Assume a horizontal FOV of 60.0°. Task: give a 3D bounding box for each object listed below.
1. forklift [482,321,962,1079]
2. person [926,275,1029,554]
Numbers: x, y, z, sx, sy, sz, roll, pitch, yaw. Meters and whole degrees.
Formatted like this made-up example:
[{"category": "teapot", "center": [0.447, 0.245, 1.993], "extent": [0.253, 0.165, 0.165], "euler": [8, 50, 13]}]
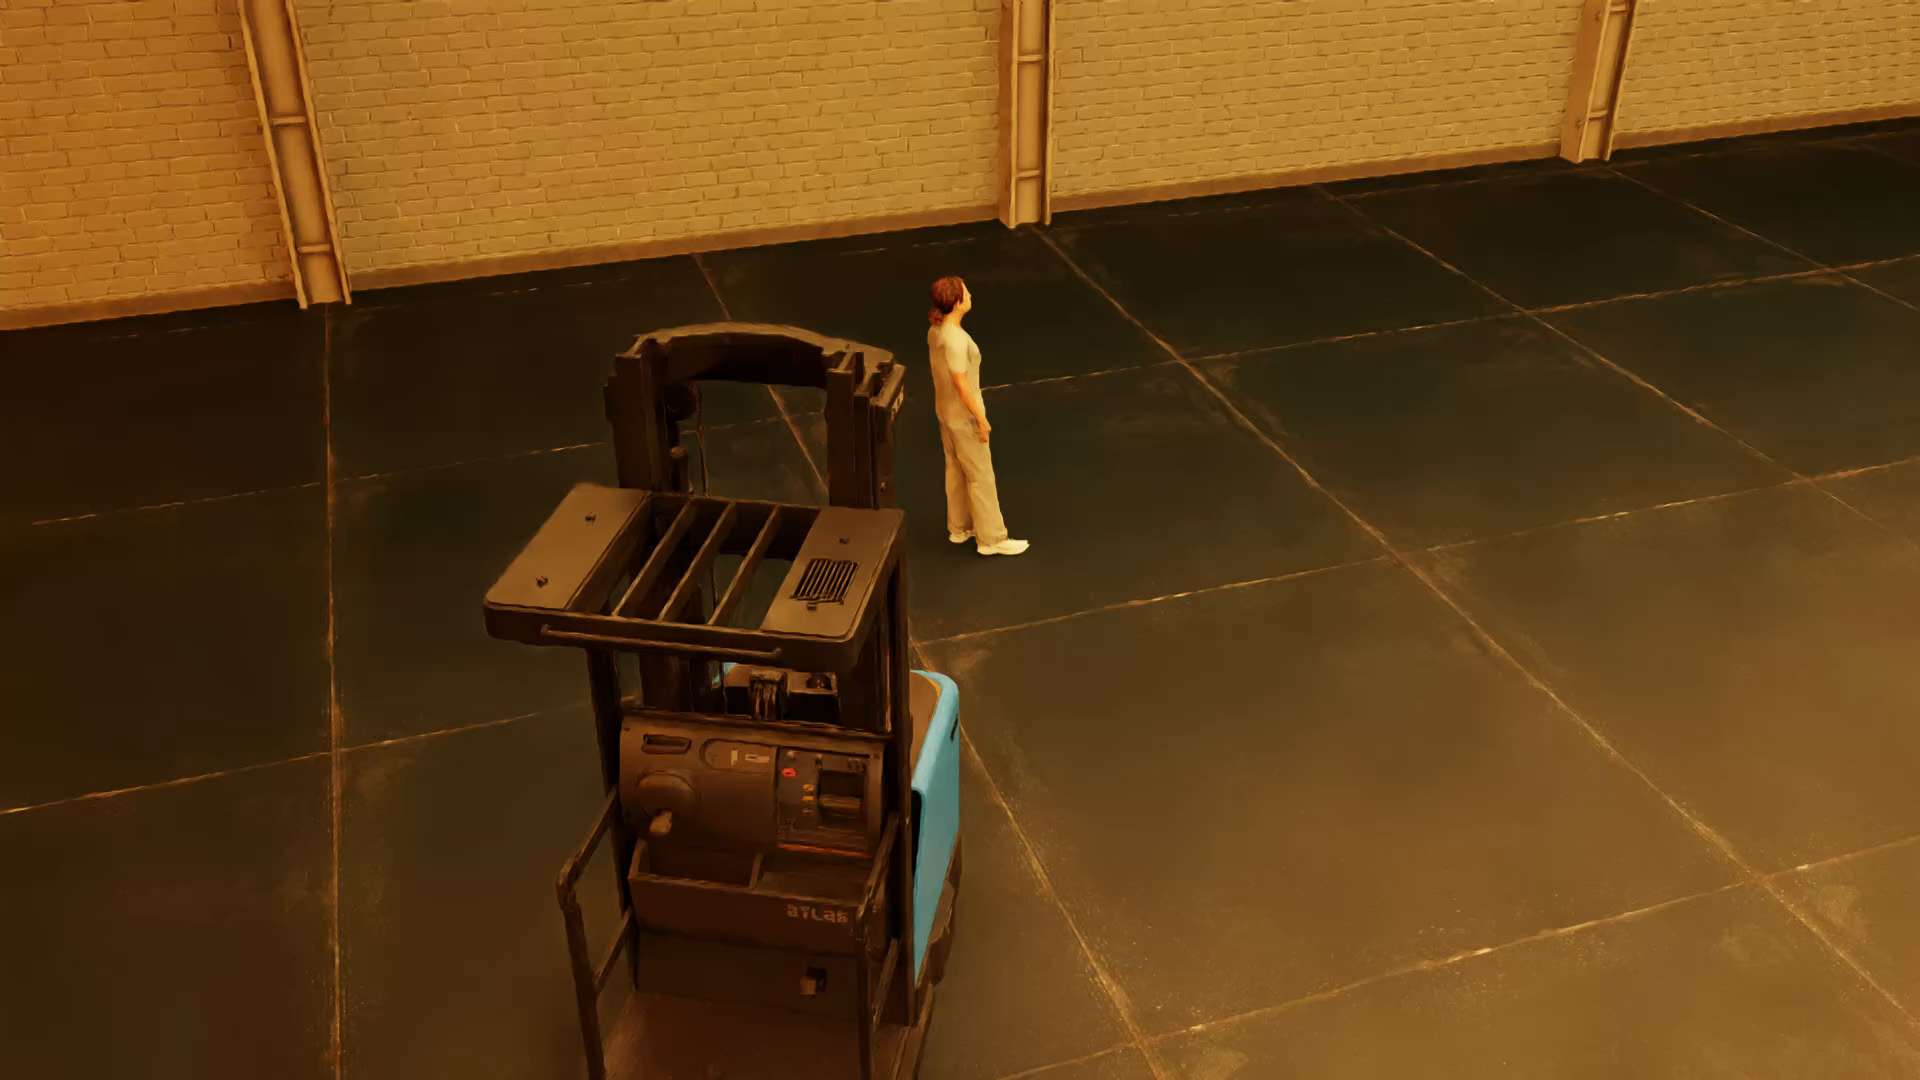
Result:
[{"category": "forklift", "center": [-0.755, 0.896, 5.529], "extent": [1.130, 2.935, 3.031], "euler": [5, 30, 9]}, {"category": "person", "center": [0.074, -0.738, 9.614], "extent": [0.548, 1.674, 0.550], "euler": [-10, 31, -16]}]
